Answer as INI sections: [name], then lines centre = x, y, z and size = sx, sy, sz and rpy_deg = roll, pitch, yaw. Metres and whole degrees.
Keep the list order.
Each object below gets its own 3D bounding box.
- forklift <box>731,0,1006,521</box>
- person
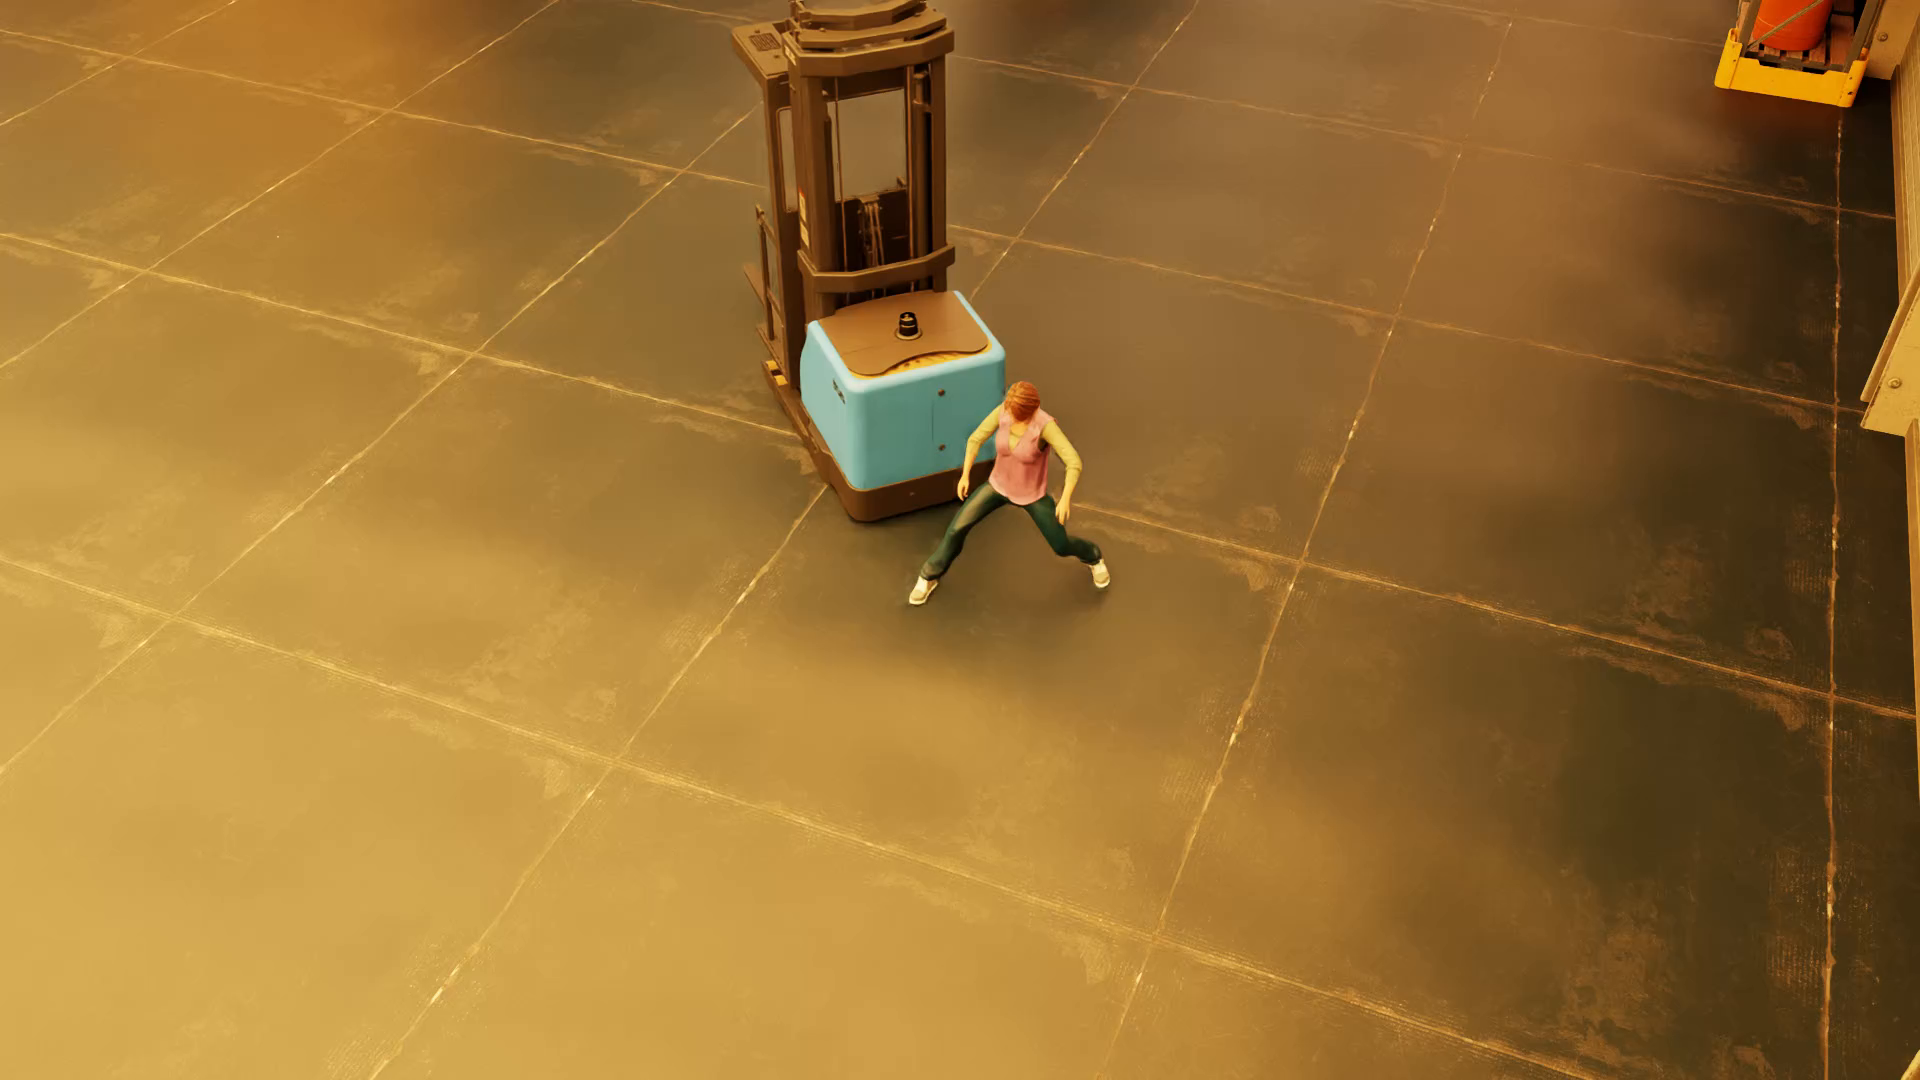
[forklift]
centre = -0.734, -2.190, 10.622
size = 1.130, 2.935, 3.031
rpy_deg = -15, 42, -17
[person]
centre = 0.320, -0.249, 9.508
size = 0.986, 1.413, 0.909
rpy_deg = 19, 43, 21
